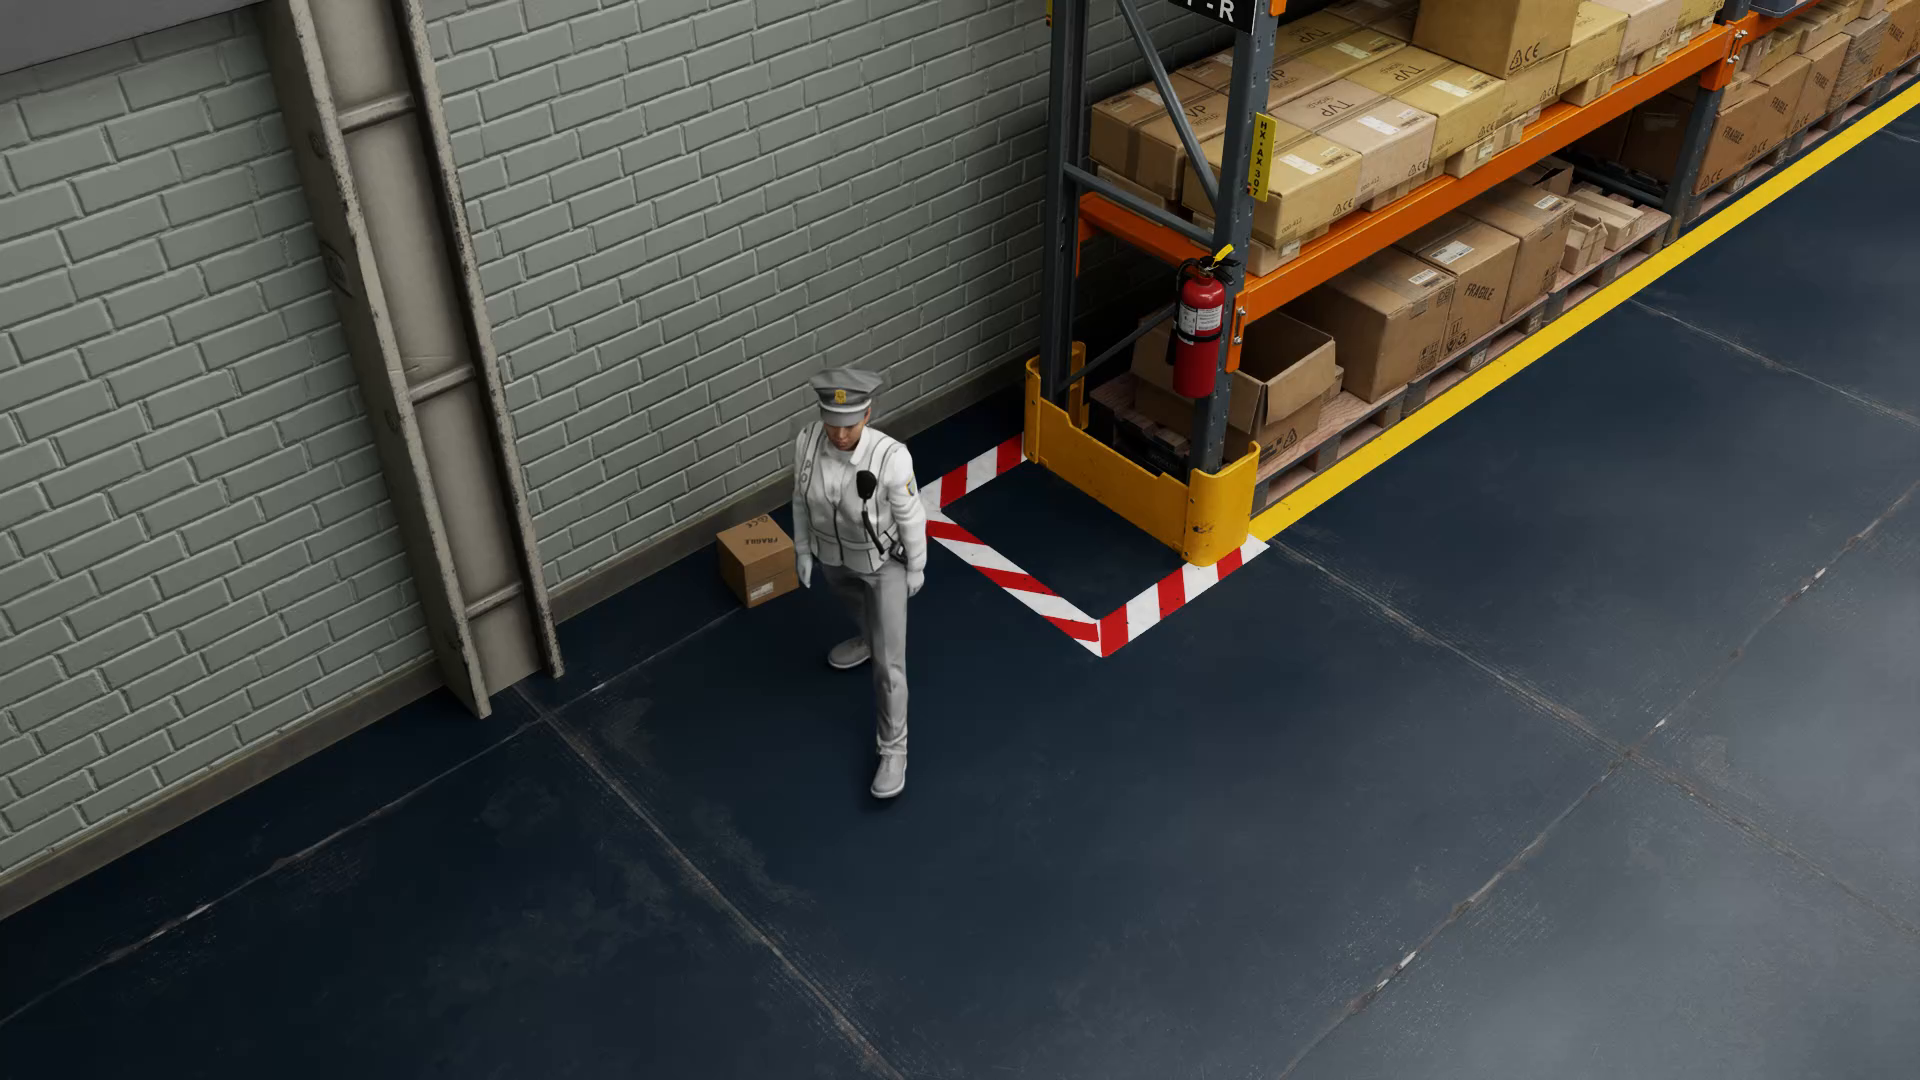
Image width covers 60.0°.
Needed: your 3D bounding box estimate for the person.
[{"bbox_3d":[-0.353,0.078,6.037,0.615,1.641,0.845,16,43,19],"label":"person"}]
